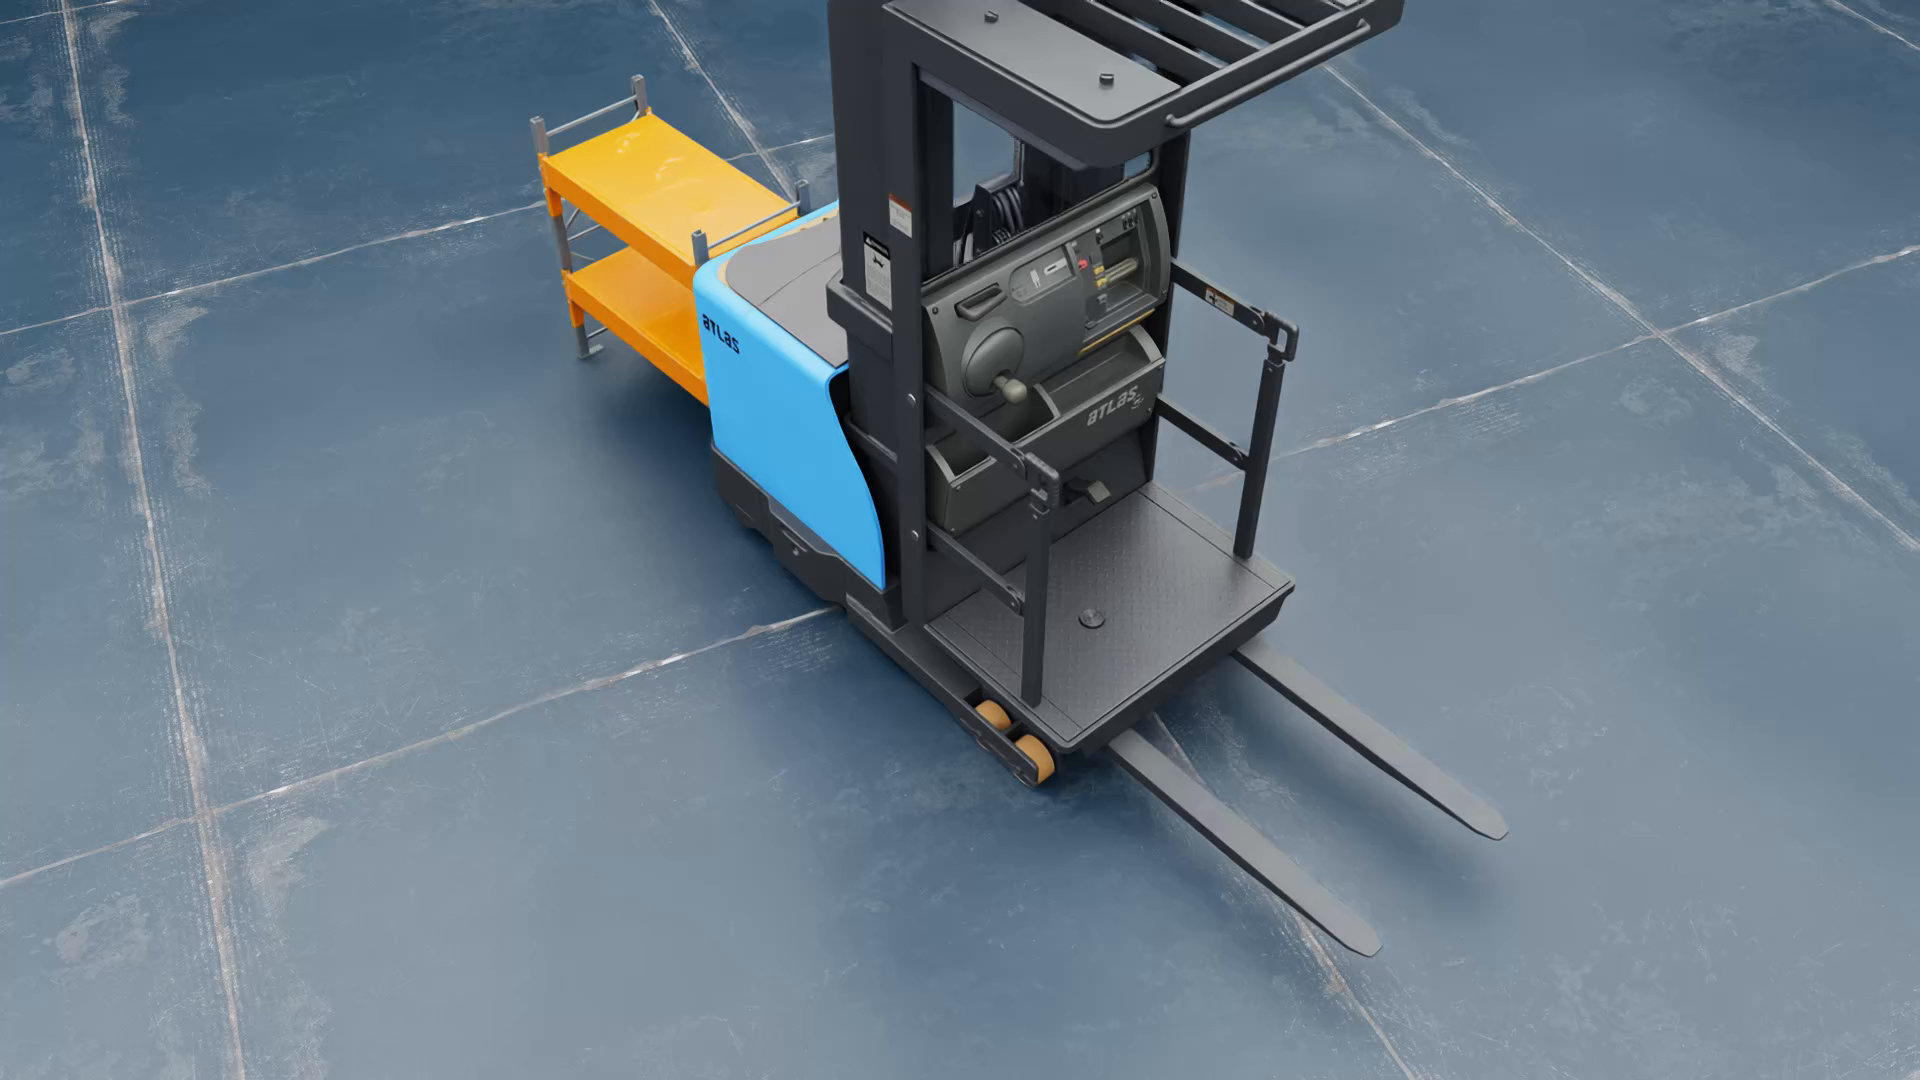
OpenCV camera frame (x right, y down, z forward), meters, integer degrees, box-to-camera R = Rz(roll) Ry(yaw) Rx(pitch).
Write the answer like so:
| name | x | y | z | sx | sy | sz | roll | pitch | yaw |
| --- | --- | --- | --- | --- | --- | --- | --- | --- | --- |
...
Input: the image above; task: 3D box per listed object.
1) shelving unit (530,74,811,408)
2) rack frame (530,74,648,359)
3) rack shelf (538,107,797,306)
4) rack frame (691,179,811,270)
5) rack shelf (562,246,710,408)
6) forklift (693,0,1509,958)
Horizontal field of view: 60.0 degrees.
| name | x | y | z | sx | sy | sz | roll | pitch | yaw |
| --- | --- | --- | --- | --- | --- | --- | --- | --- | --- |
| shelving unit | -1.079 | -1.029 | 6.492 | 0.538 | 1.125 | 1.048 | -33 | 53 | -29 |
| rack frame | -1.425 | -1.290 | 6.757 | 0.500 | 1.125 | 0.032 | -33 | 53 | -29 |
| rack shelf | -1.079 | -1.237 | 6.286 | 0.538 | 0.278 | 1.000 | -33 | 53 | -29 |
| rack frame | -0.733 | -0.767 | 6.226 | 0.500 | 1.125 | 0.032 | -33 | 53 | -29 |
| rack shelf | -1.079 | -0.855 | 6.663 | 0.538 | 0.278 | 1.000 | -33 | 53 | -29 |
| forklift | 0.419 | -0.649 | 4.821 | 1.130 | 2.935 | 3.031 | -32 | 53 | -28 |
